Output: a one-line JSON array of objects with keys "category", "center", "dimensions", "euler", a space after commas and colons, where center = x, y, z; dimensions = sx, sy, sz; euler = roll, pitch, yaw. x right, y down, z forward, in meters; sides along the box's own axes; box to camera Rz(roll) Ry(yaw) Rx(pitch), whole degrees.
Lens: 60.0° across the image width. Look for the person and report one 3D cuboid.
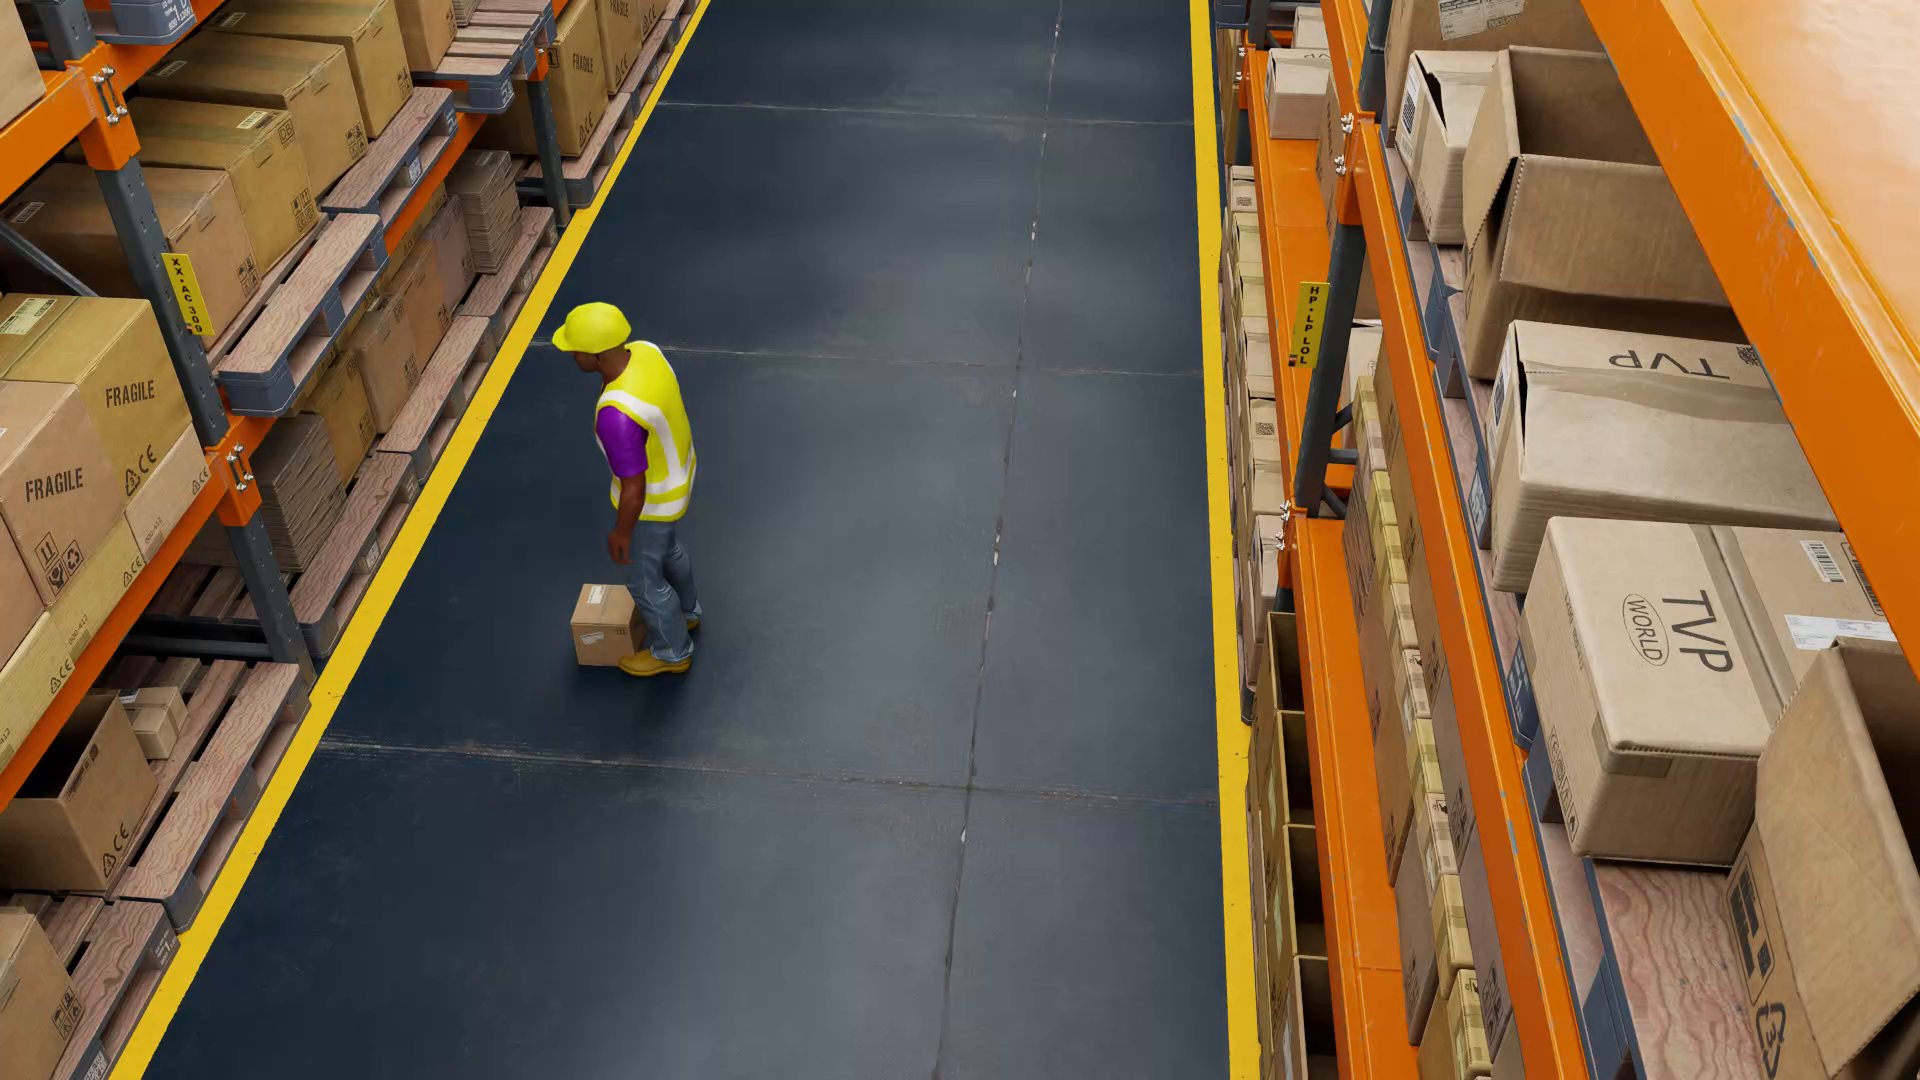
[{"category": "person", "center": [-1.287, -0.199, 6.676], "dimensions": [0.456, 1.757, 0.637], "euler": [2, 40, 2]}]
